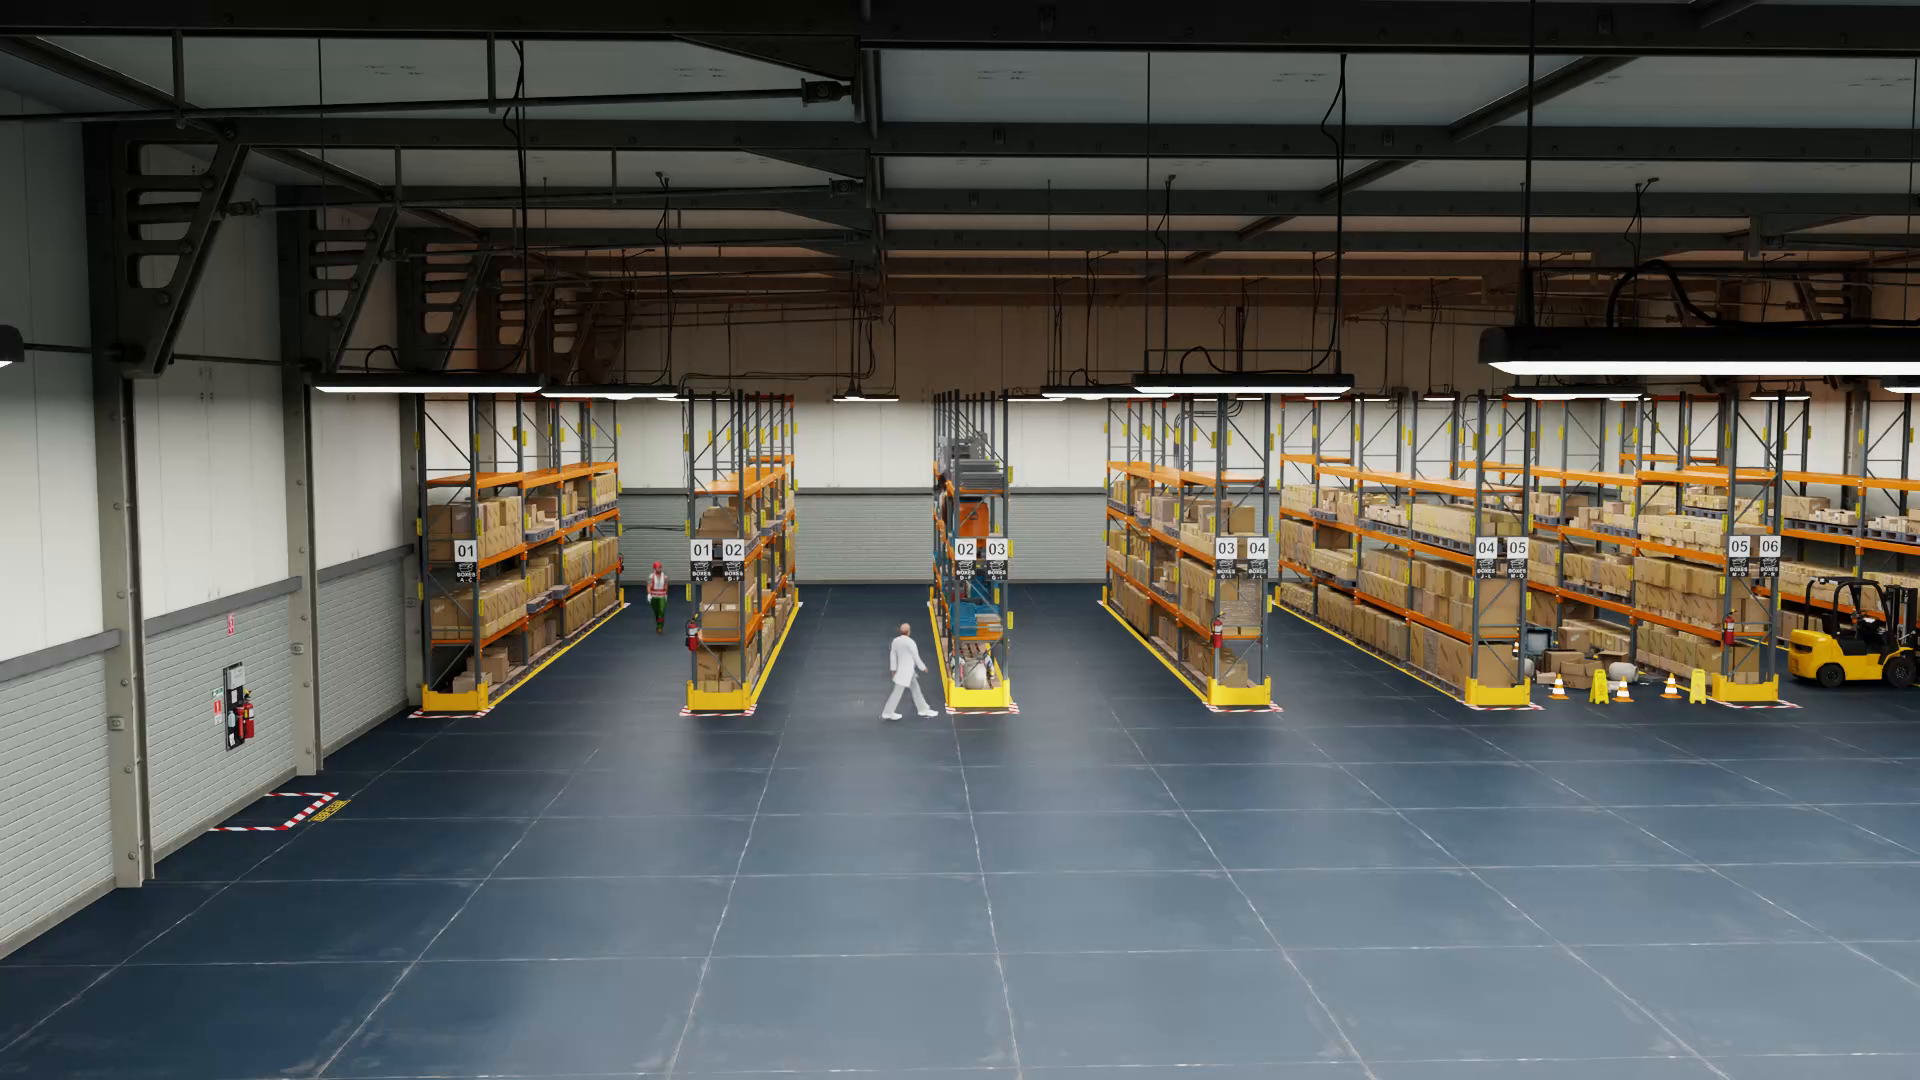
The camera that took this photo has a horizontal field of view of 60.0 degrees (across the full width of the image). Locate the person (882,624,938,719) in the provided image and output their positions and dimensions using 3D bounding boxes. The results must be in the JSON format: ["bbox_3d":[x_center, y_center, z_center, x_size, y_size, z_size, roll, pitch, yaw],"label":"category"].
[{"bbox_3d":[-0.895,2.366,30.091,1.063,1.730,0.552,-1,5,-11],"label":"person"}]

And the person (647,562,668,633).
[{"bbox_3d":[-7.603,1.428,41.675,0.485,1.738,0.995,0,5,2],"label":"person"}]
